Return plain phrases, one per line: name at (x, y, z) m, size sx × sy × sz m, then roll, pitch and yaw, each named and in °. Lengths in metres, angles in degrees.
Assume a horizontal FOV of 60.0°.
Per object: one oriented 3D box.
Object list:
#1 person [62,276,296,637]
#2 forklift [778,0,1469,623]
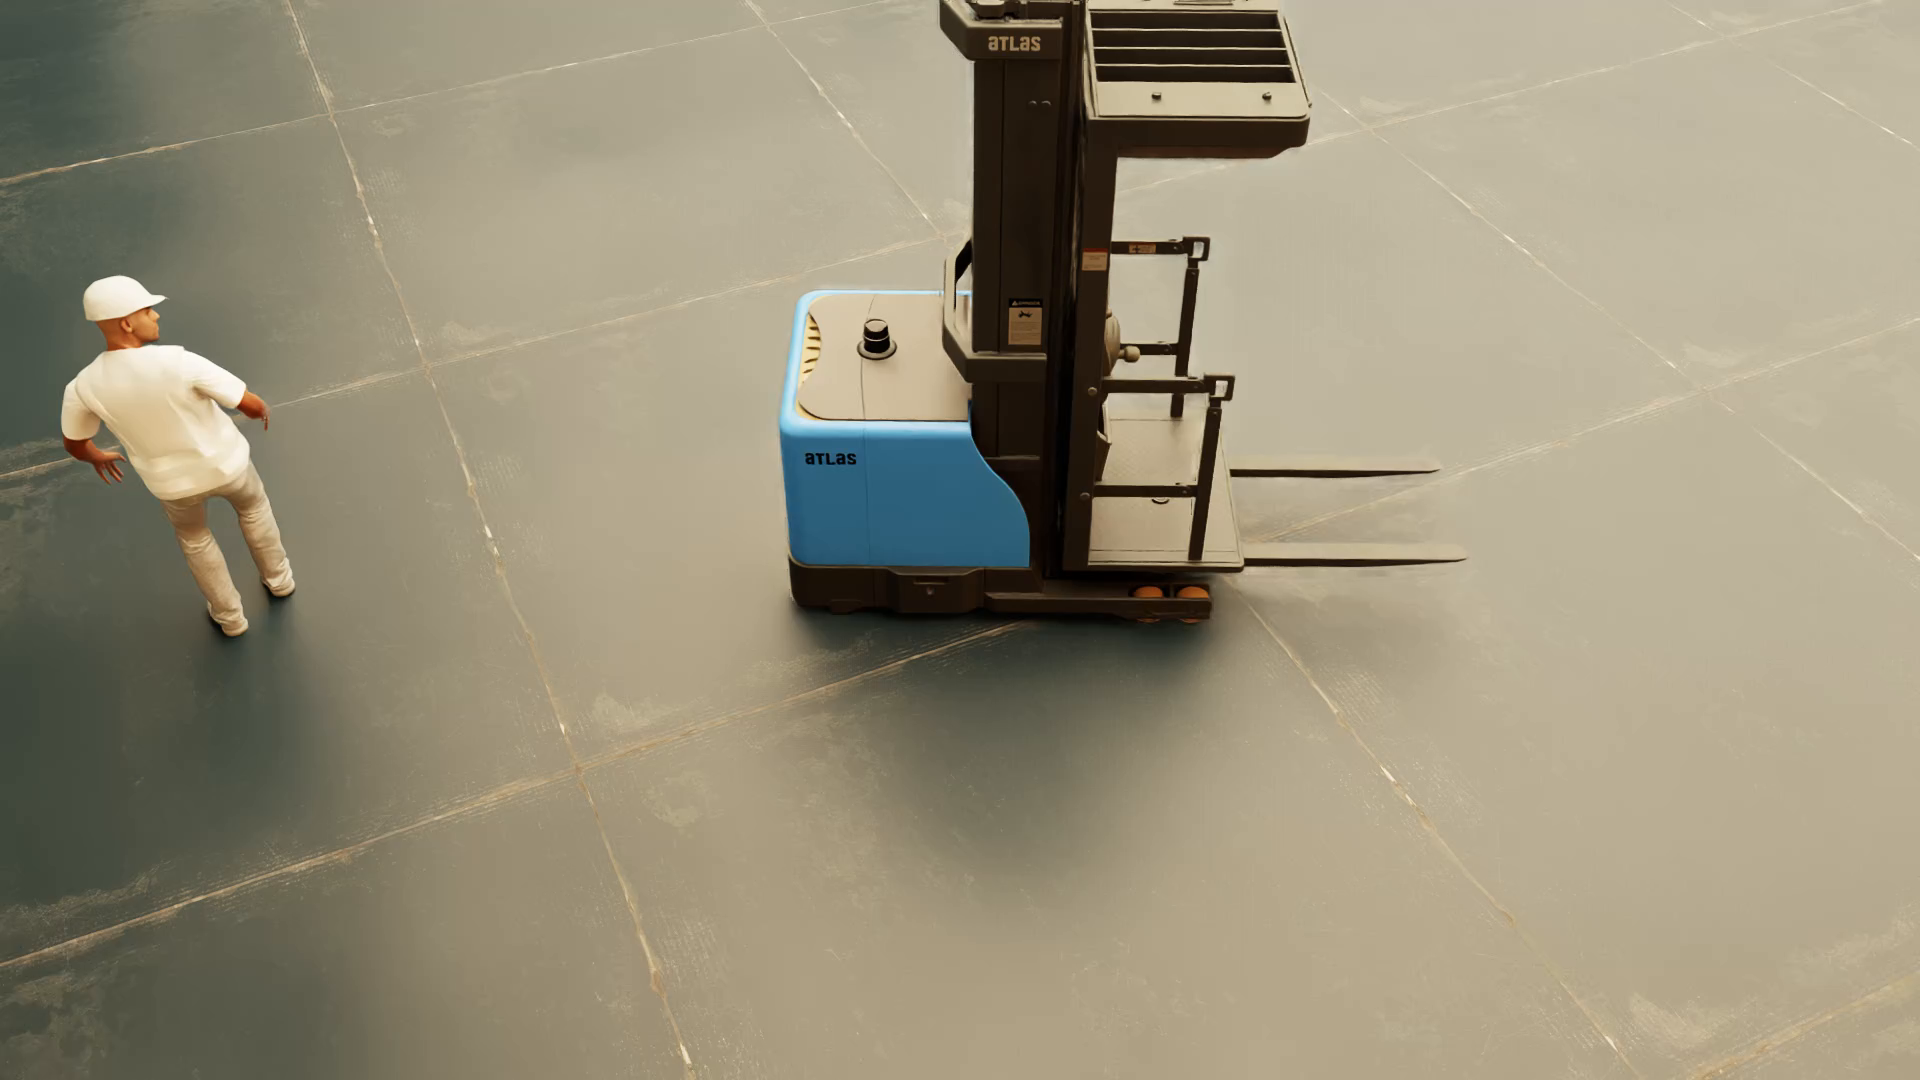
person at (-3.245, -0.351, 6.949) m, size 0.783 × 1.723 × 0.513 m, roll -14°, pitch 45°, yaw -14°
forklift at (0.760, -1.070, 6.826) m, size 3.031 × 2.935 × 1.130 m, roll 1°, pitch 43°, yaw 1°
